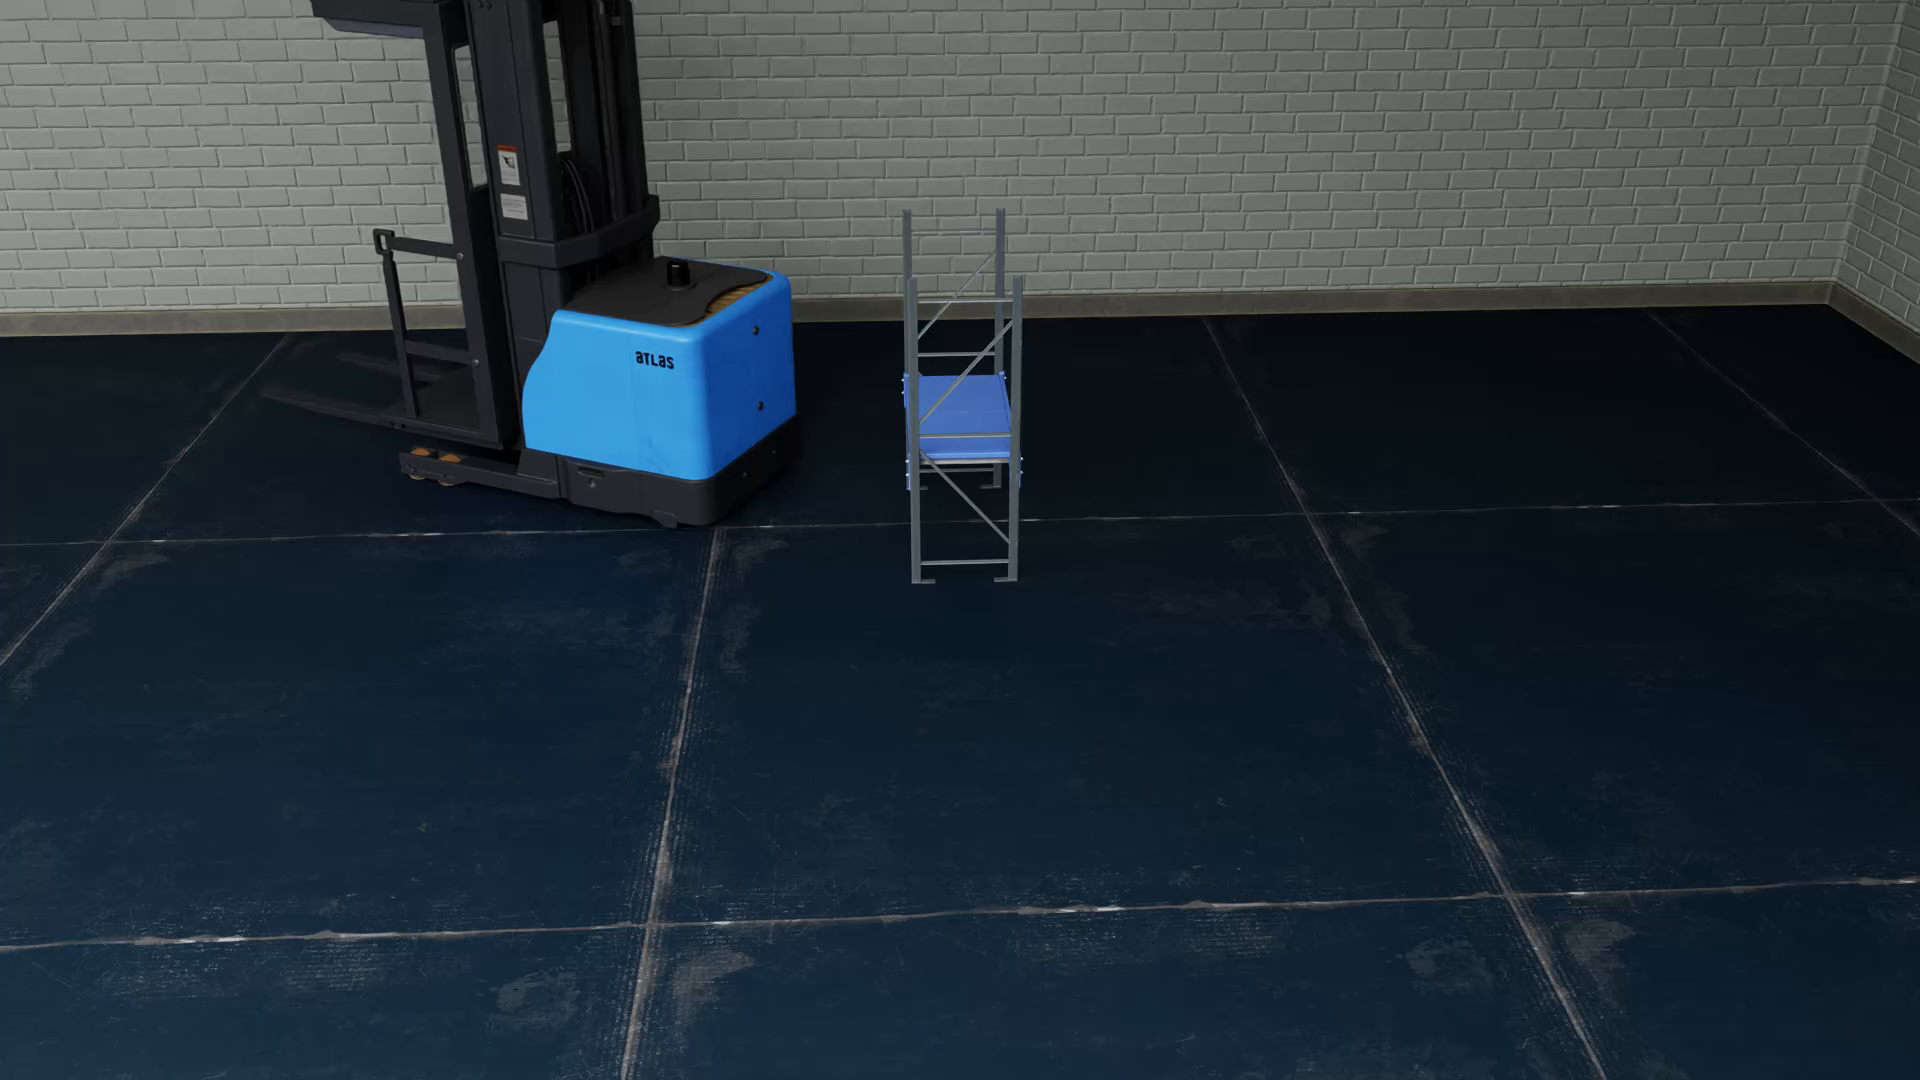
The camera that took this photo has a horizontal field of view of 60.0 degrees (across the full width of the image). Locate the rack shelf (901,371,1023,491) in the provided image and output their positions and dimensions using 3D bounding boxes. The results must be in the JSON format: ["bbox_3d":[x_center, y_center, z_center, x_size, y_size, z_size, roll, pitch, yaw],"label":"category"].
[{"bbox_3d":[-0.004,-0.545,8.062,0.538,0.185,1.000,-1,28,-3],"label":"rack shelf"}]

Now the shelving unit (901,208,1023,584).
[{"bbox_3d":[-0.004,-0.704,7.979,0.538,1.500,1.048,-1,28,-3],"label":"shelving unit"}]

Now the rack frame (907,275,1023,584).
[{"bbox_3d":[0.022,-0.470,7.529,0.500,1.500,0.032,-1,28,-3],"label":"rack frame"}]

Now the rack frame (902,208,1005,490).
[{"bbox_3d":[-0.031,-0.939,8.429,0.500,1.500,0.032,-1,28,-3],"label":"rack frame"}]

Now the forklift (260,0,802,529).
[{"bbox_3d":[-2.423,-1.793,8.518,3.031,2.935,1.130,11,30,21],"label":"forklift"}]
